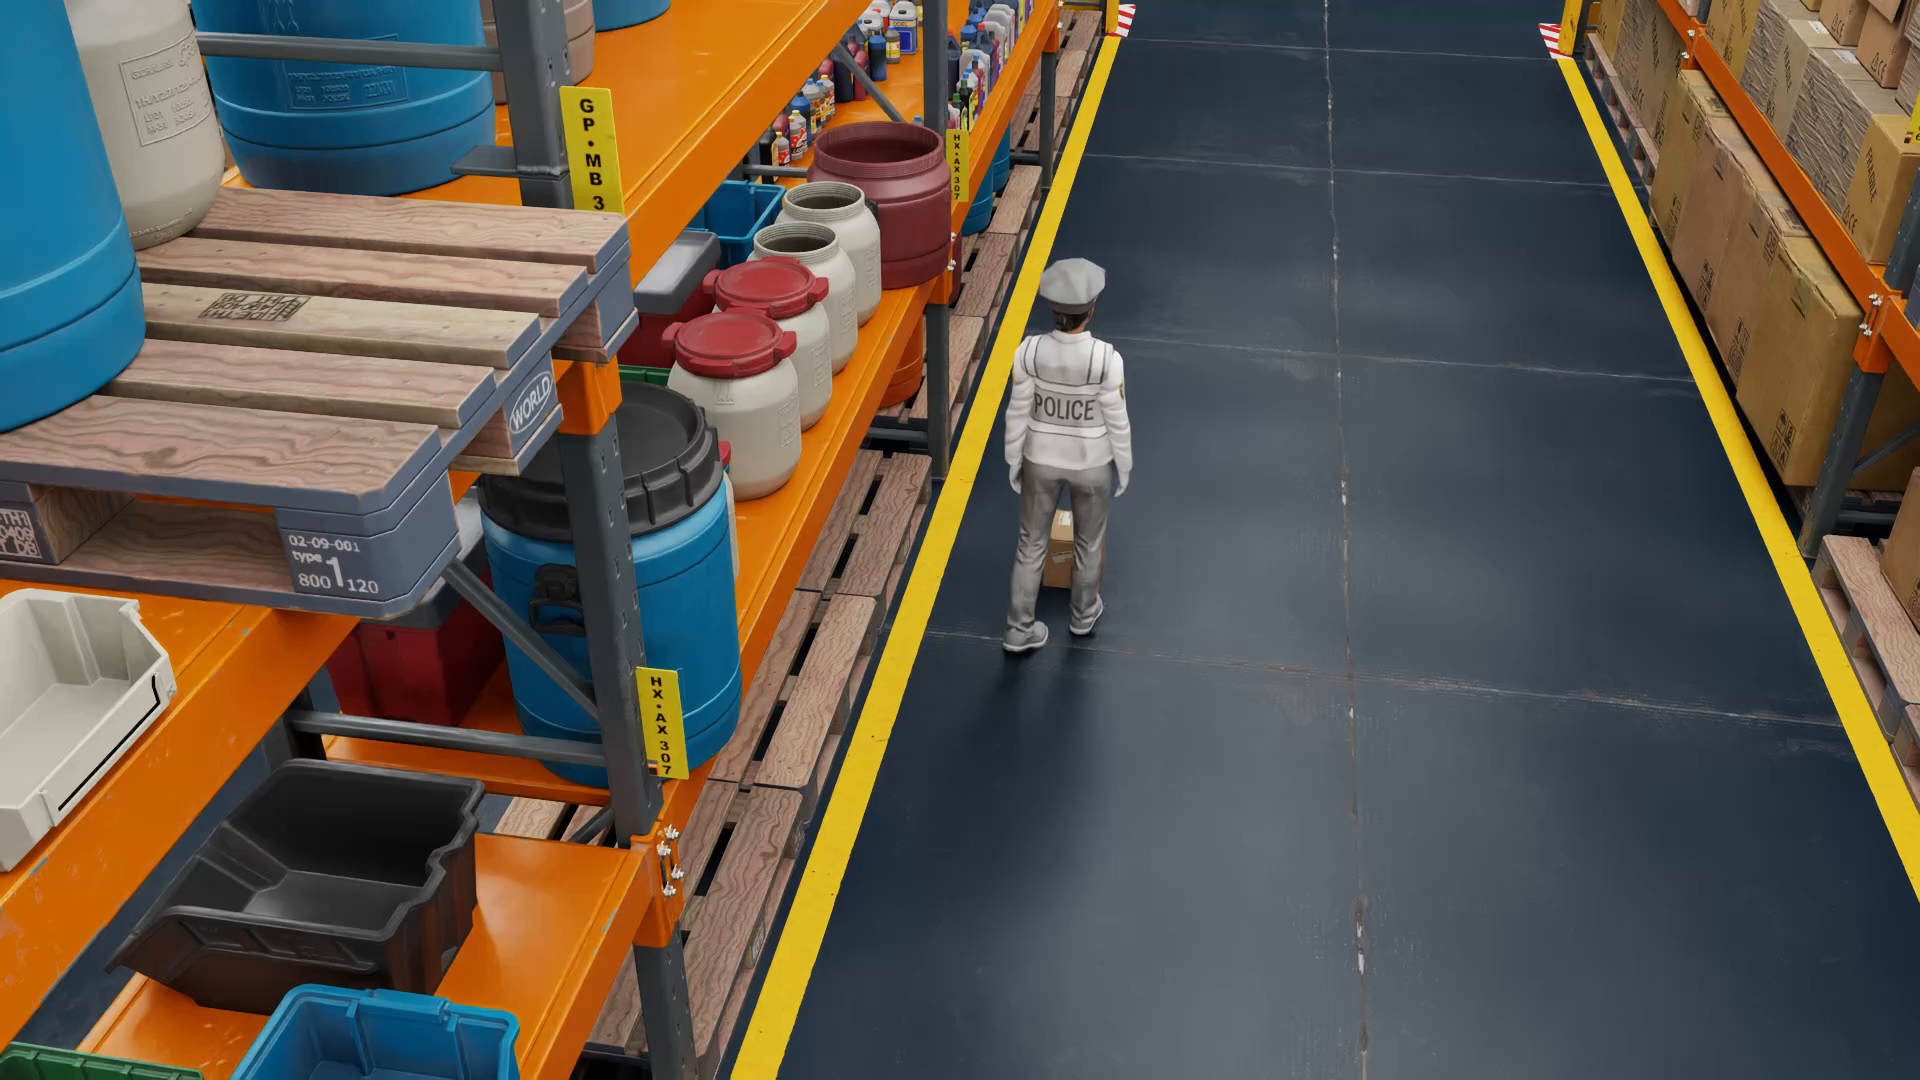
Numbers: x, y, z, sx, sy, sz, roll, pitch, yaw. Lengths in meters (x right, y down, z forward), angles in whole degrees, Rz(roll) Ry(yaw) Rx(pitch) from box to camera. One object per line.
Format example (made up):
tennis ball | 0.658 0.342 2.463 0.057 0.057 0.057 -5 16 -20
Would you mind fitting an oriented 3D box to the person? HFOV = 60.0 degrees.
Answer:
person | 0.439 -0.312 6.611 0.501 1.698 0.528 9 34 14
